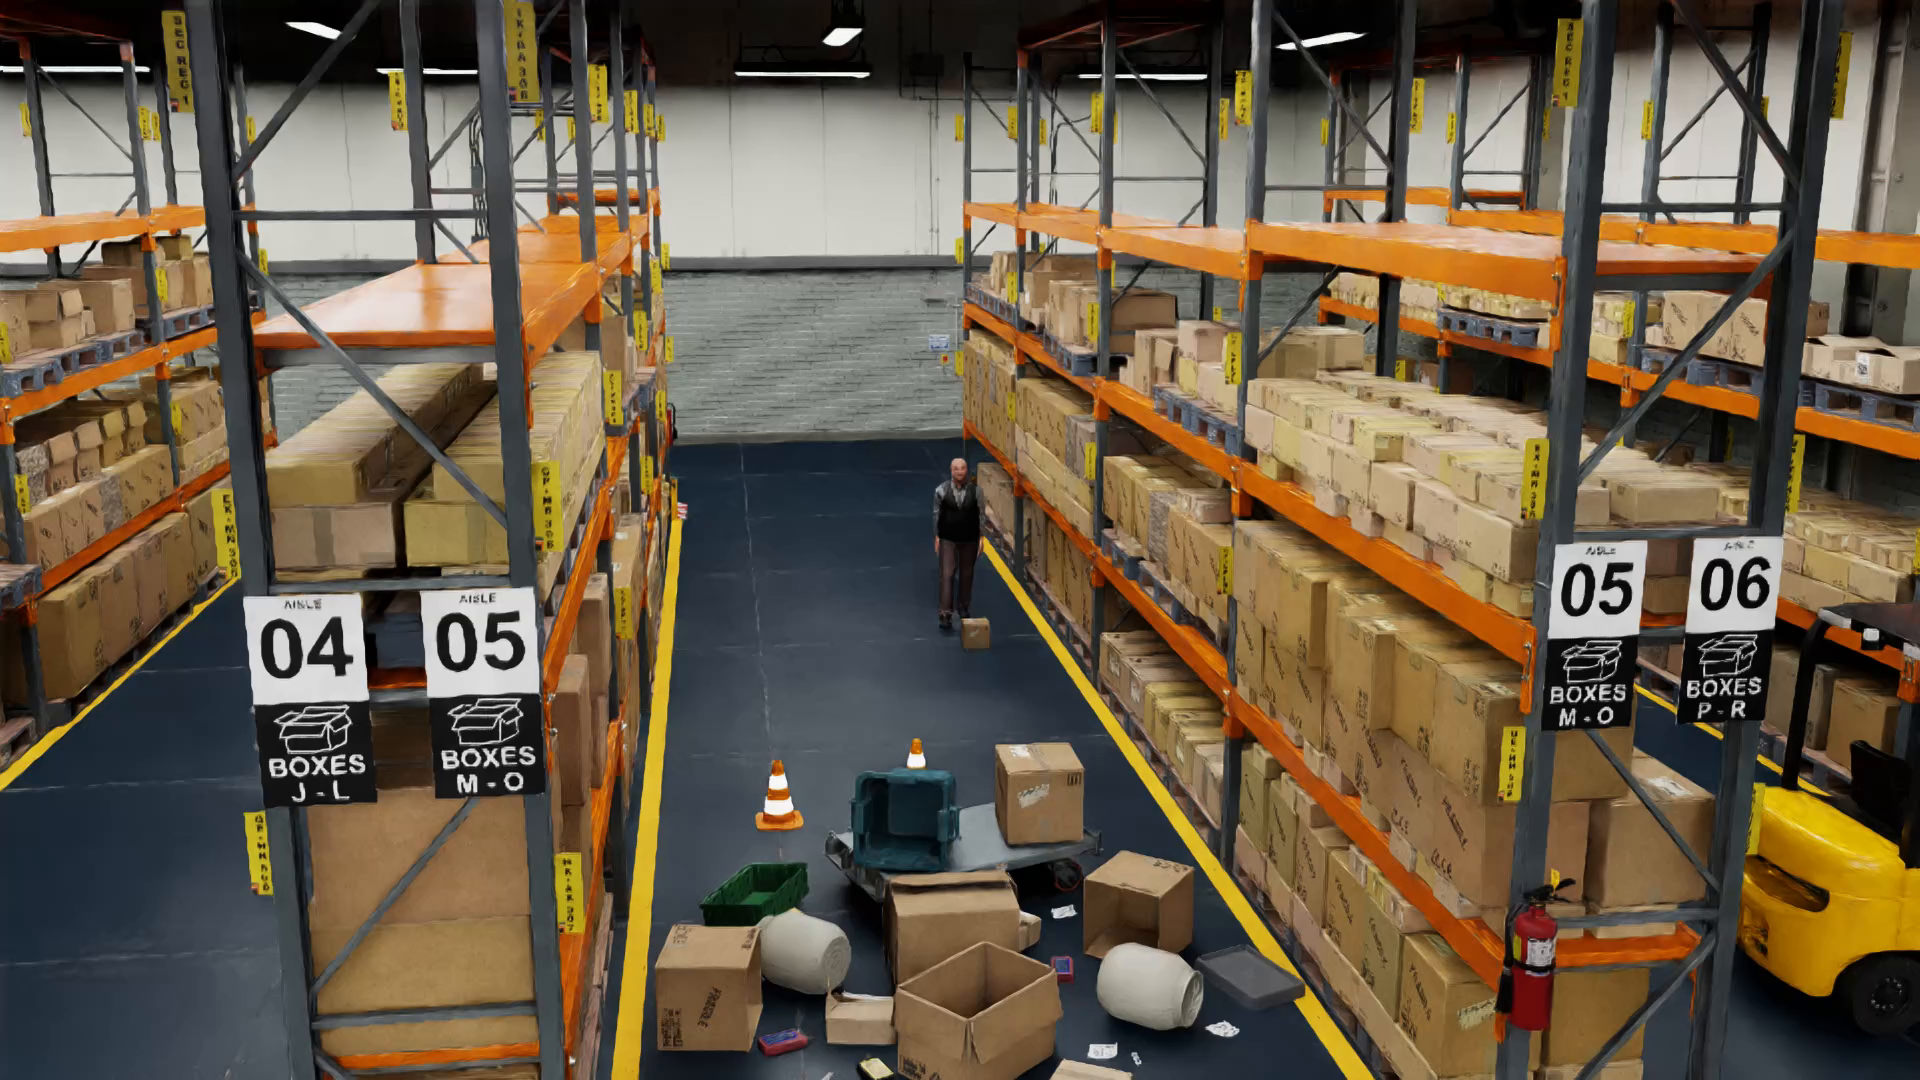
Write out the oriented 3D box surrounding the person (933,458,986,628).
[{"bbox_3d":[0.008,0.064,16.926,0.536,1.622,0.777,-1,13,-6],"label":"person"}]
